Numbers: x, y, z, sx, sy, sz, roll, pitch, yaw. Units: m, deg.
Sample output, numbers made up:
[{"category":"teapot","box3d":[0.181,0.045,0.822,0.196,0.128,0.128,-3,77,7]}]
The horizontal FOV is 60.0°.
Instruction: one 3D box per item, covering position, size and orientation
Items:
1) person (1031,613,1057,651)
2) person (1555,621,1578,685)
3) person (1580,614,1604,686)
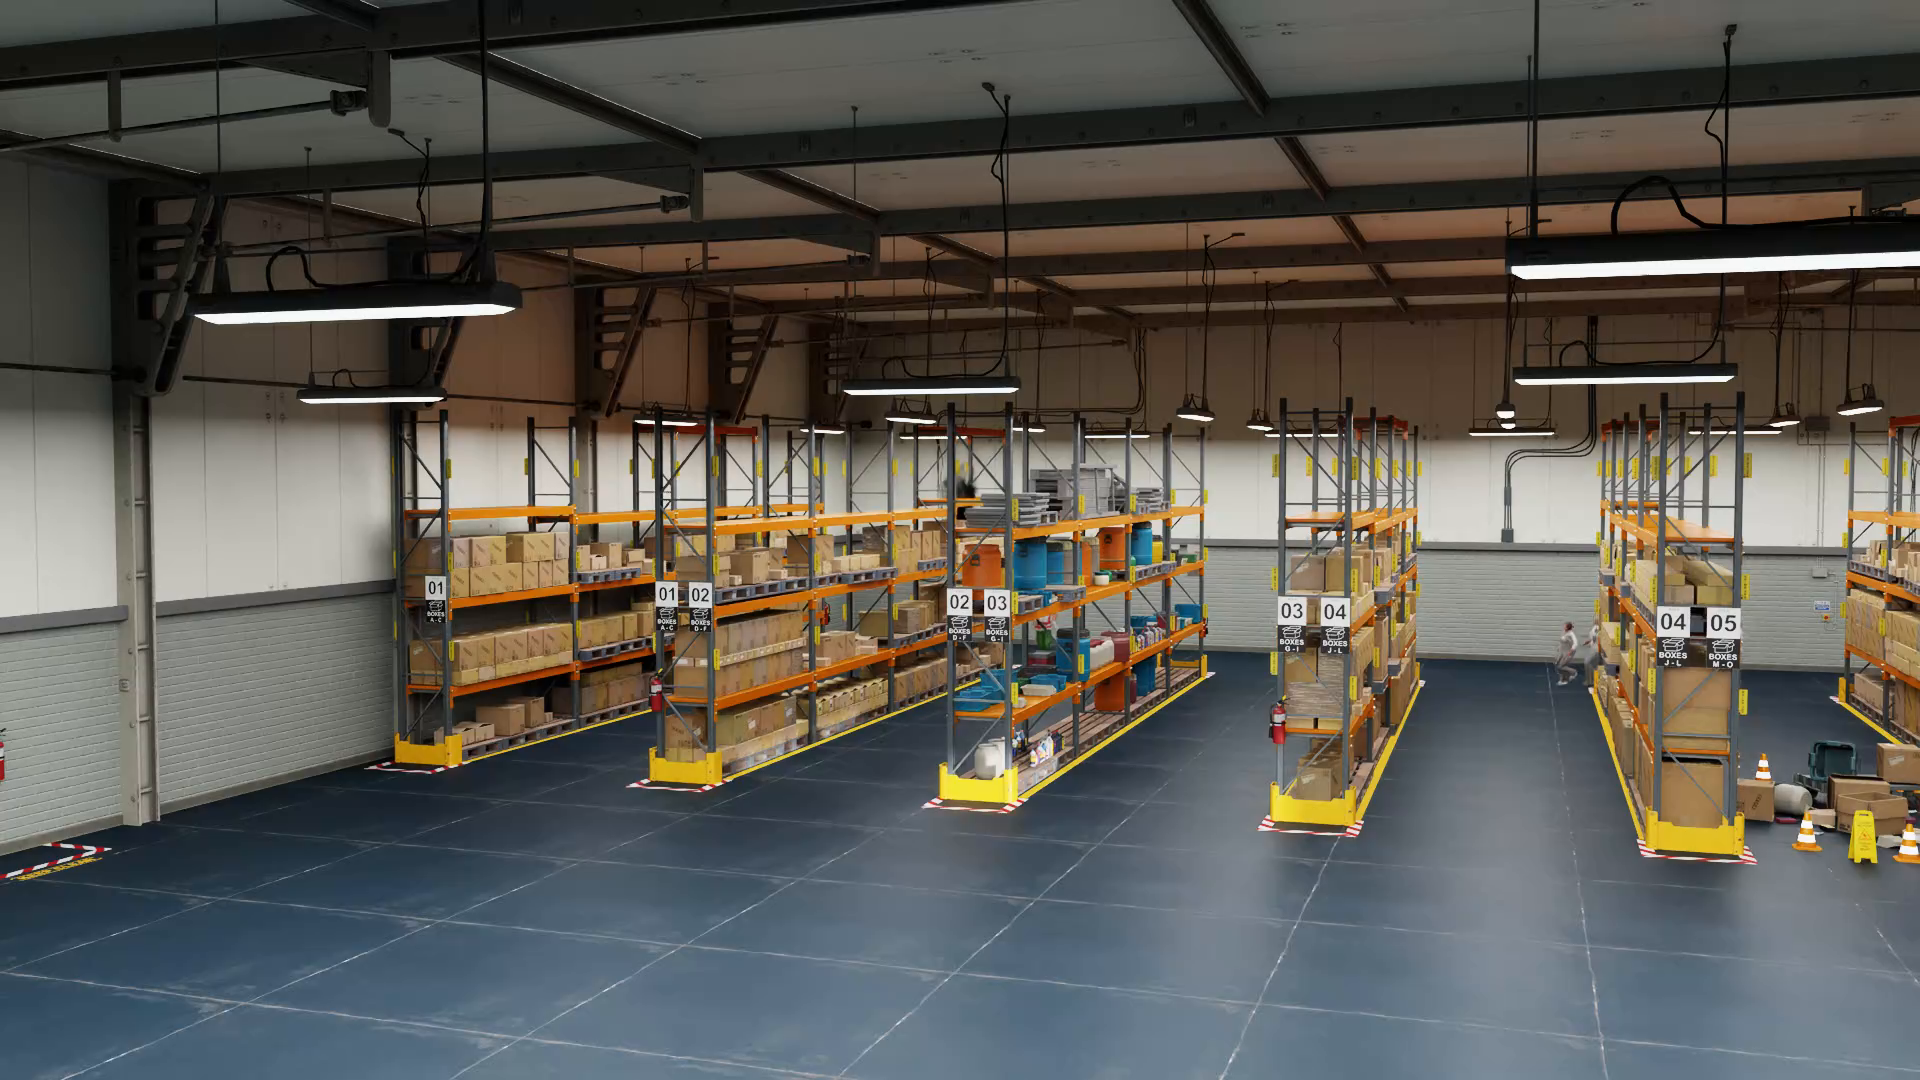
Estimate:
[{"category":"person","box3d":[1.964,2.156,39.365,0.630,1.820,0.945,0,2,7]},{"category":"person","box3d":[14.051,2.623,38.348,0.509,1.522,0.629,0,2,-5]},{"category":"person","box3d":[14.671,2.540,38.252,0.692,1.716,0.668,0,2,5]}]
